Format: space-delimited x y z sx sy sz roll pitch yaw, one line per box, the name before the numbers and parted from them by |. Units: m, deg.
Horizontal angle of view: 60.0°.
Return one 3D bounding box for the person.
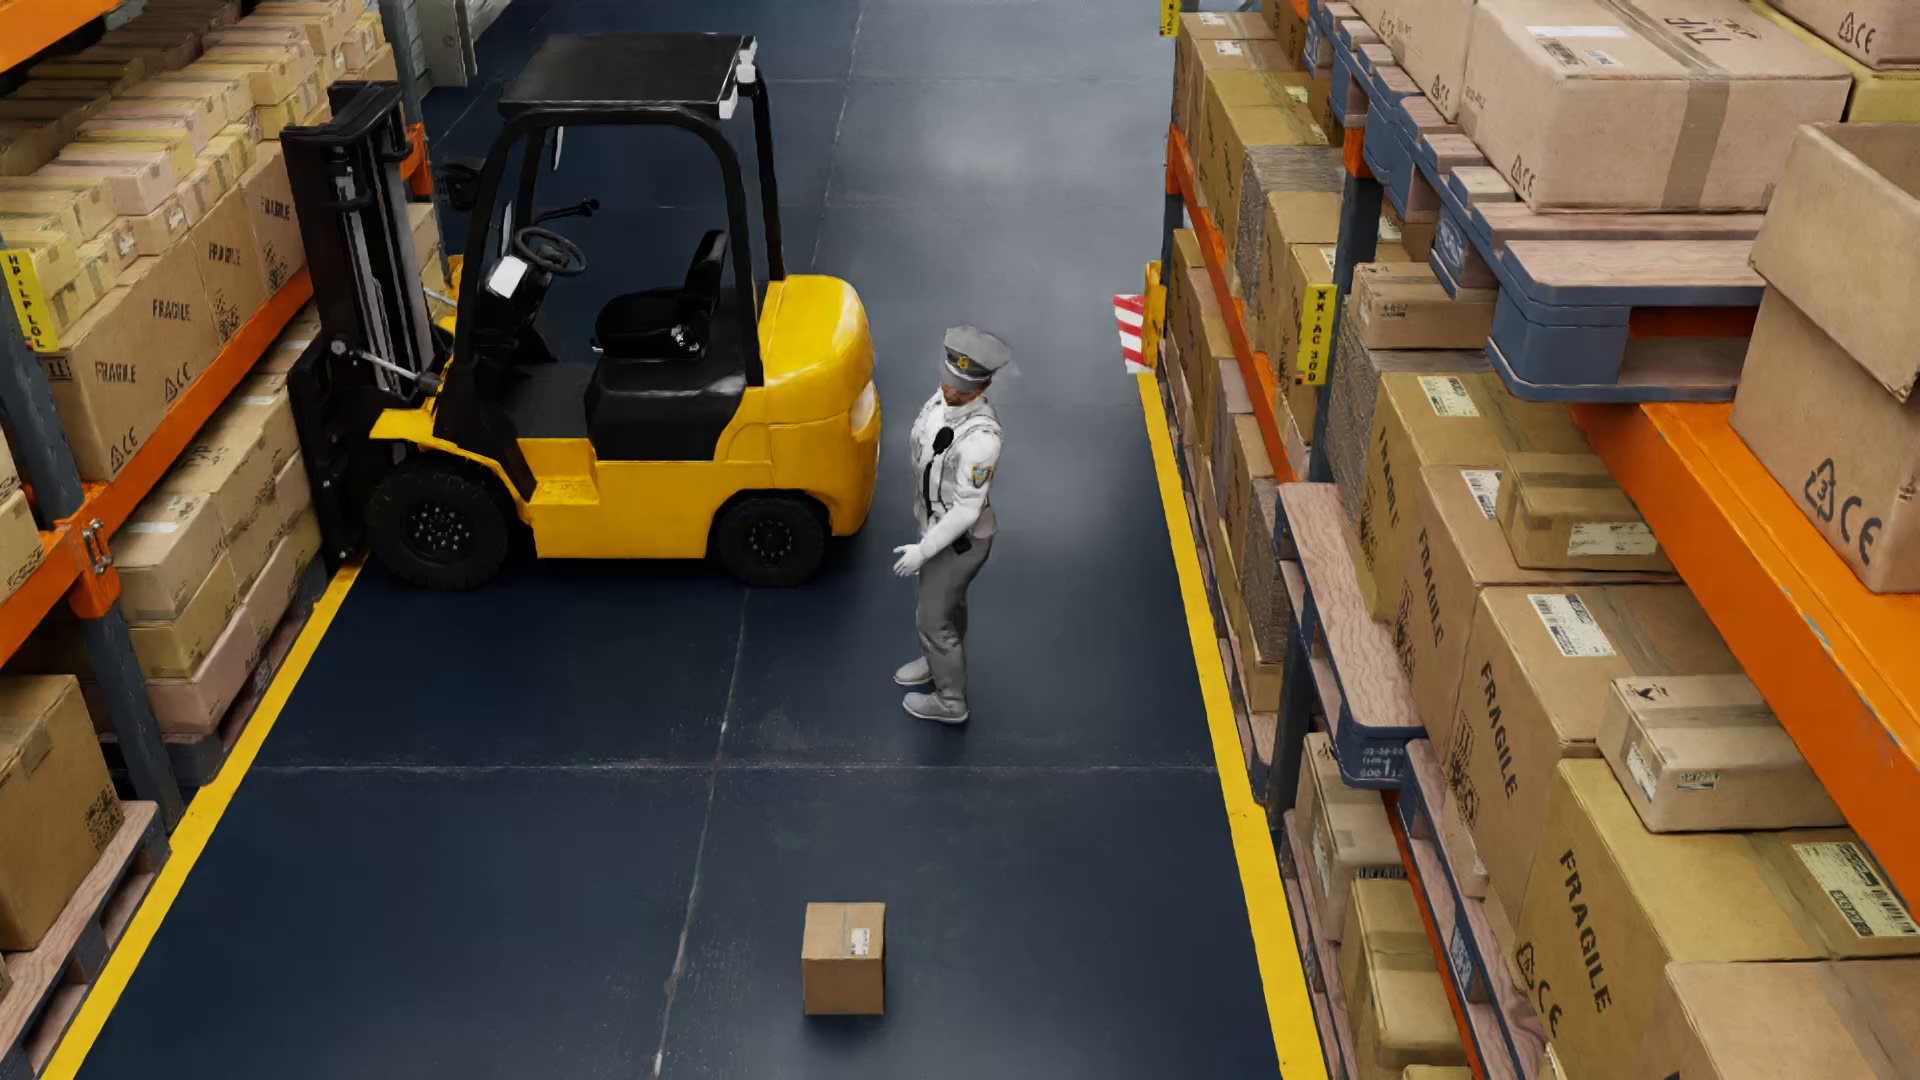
person | -0.058 -0.036 6.201 0.449 1.667 0.569 -7 32 -11
